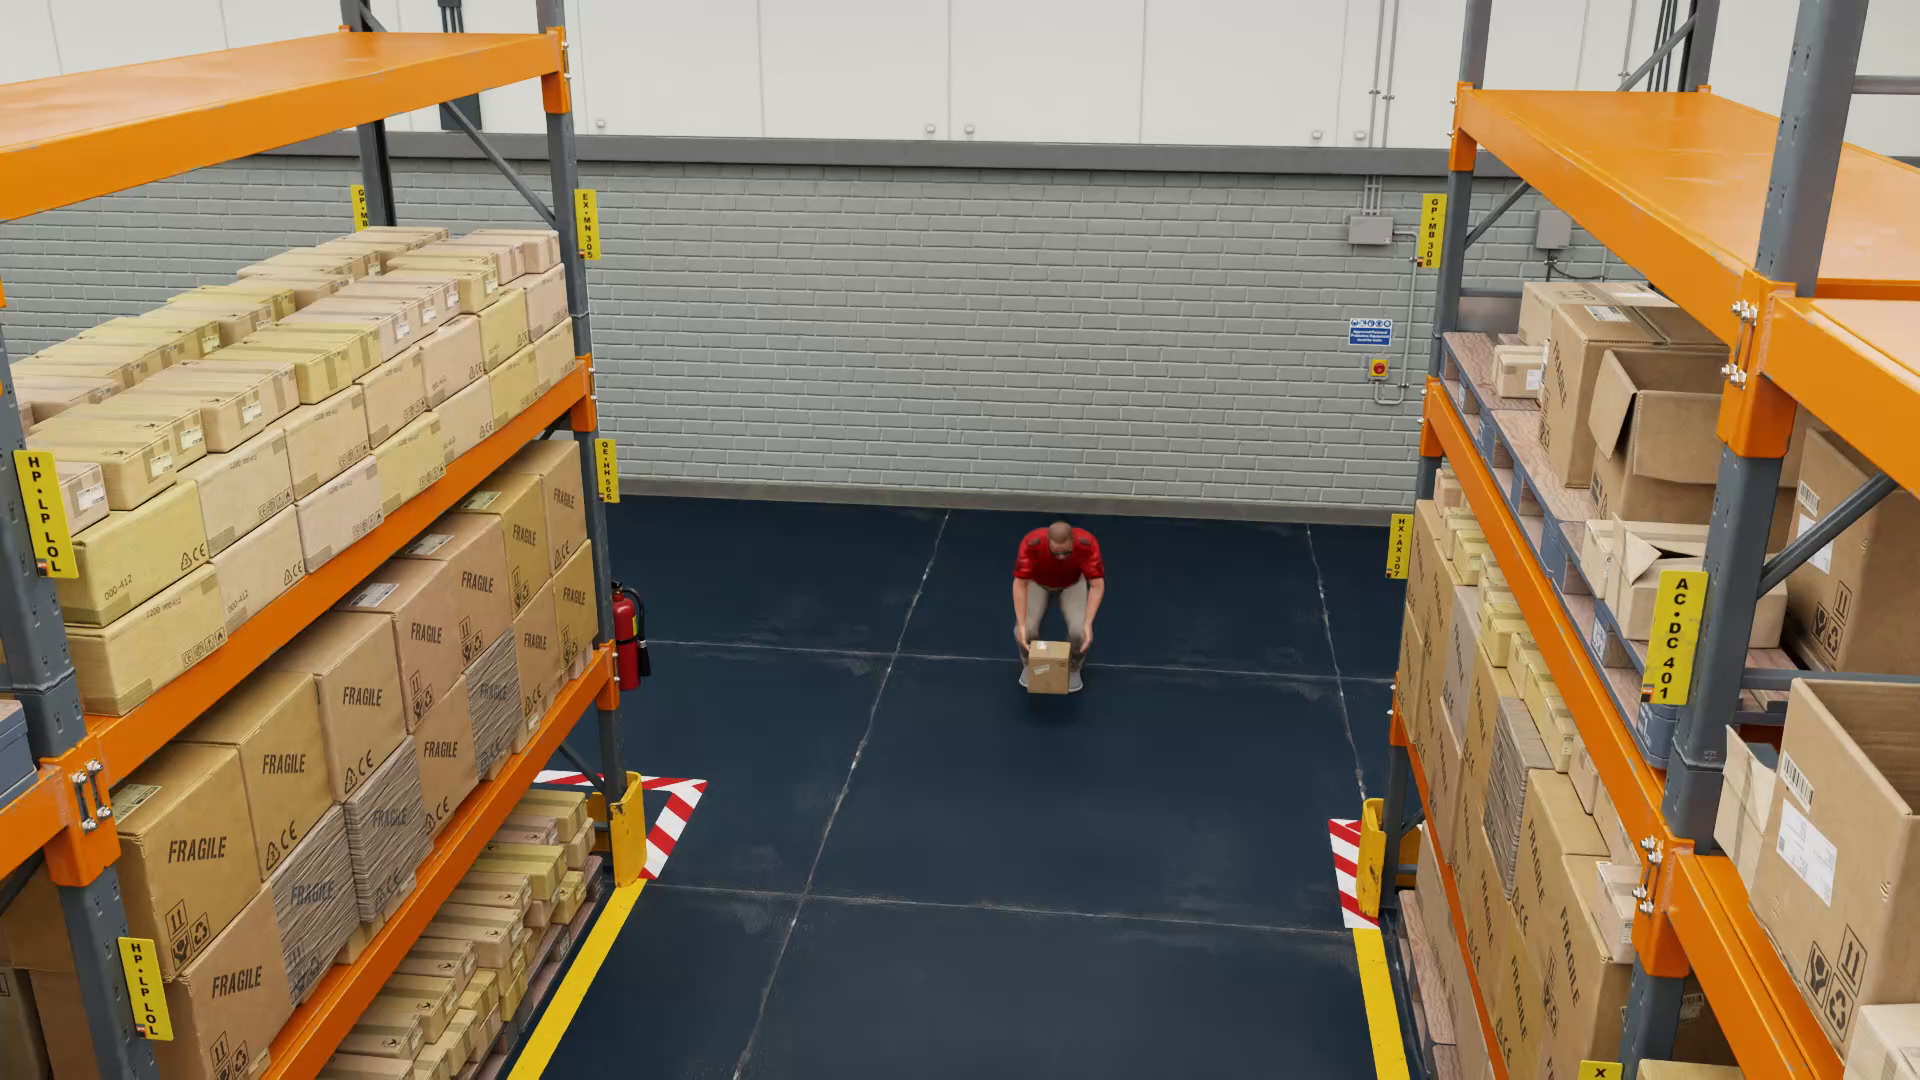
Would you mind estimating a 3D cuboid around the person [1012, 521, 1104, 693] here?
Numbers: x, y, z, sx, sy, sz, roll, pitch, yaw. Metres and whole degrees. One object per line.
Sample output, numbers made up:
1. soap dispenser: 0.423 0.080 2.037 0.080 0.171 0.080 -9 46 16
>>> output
1. person: 0.644 0.374 10.790 0.587 1.263 0.778 2 21 6
